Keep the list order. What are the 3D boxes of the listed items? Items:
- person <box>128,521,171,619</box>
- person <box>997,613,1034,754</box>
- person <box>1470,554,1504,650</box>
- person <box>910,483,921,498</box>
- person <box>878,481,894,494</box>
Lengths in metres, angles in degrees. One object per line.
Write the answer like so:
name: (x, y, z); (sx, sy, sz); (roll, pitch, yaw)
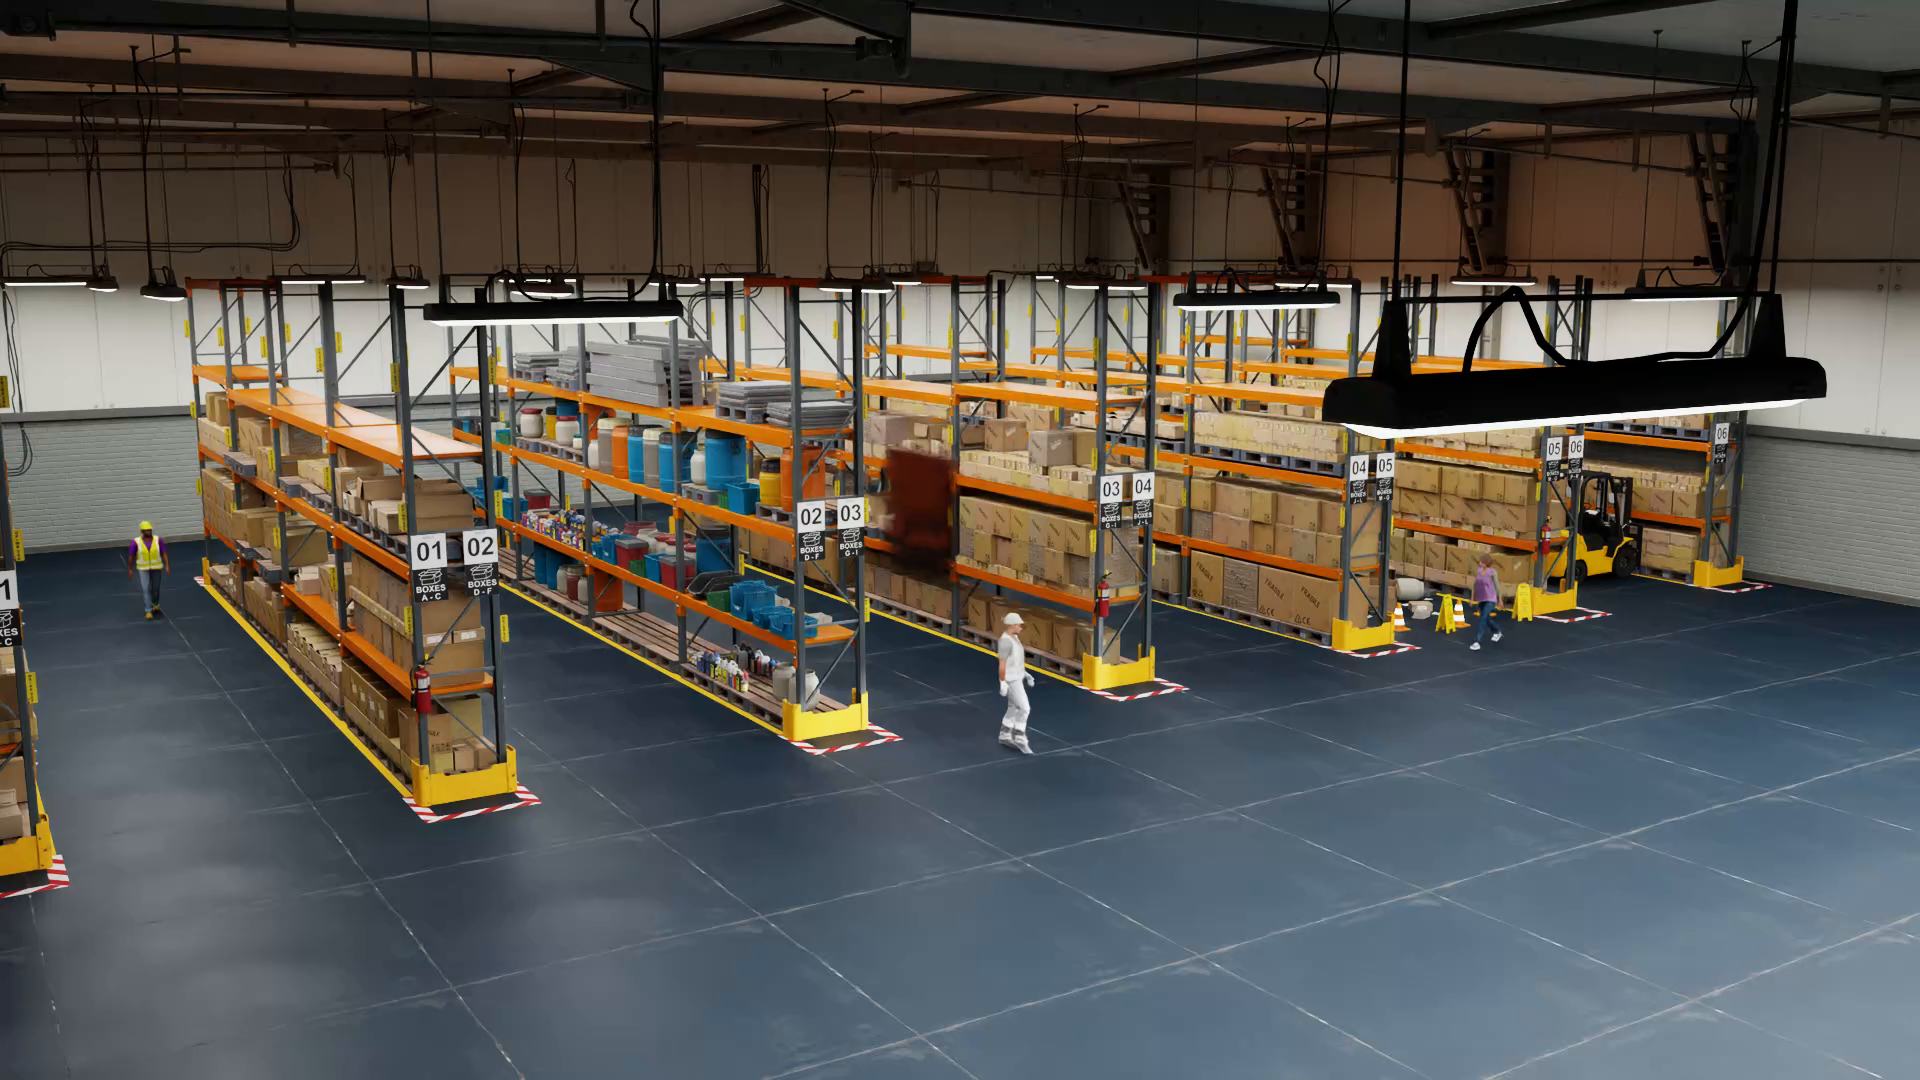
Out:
person: (-14.490, 0.516, 29.713); (0.689, 1.708, 1.085); (-5, 11, -29)
person: (0.744, 1.869, 21.665); (0.509, 1.846, 0.570); (2, 10, 13)
person: (8.679, 0.990, 27.373); (0.914, 1.546, 0.484); (-7, 12, -34)
person: (-0.996, -0.447, 35.751); (0.448, 1.602, 0.863); (-6, 11, -33)
person: (-1.797, -1.586, 42.117); (0.726, 1.744, 0.568); (-2, 10, -10)
